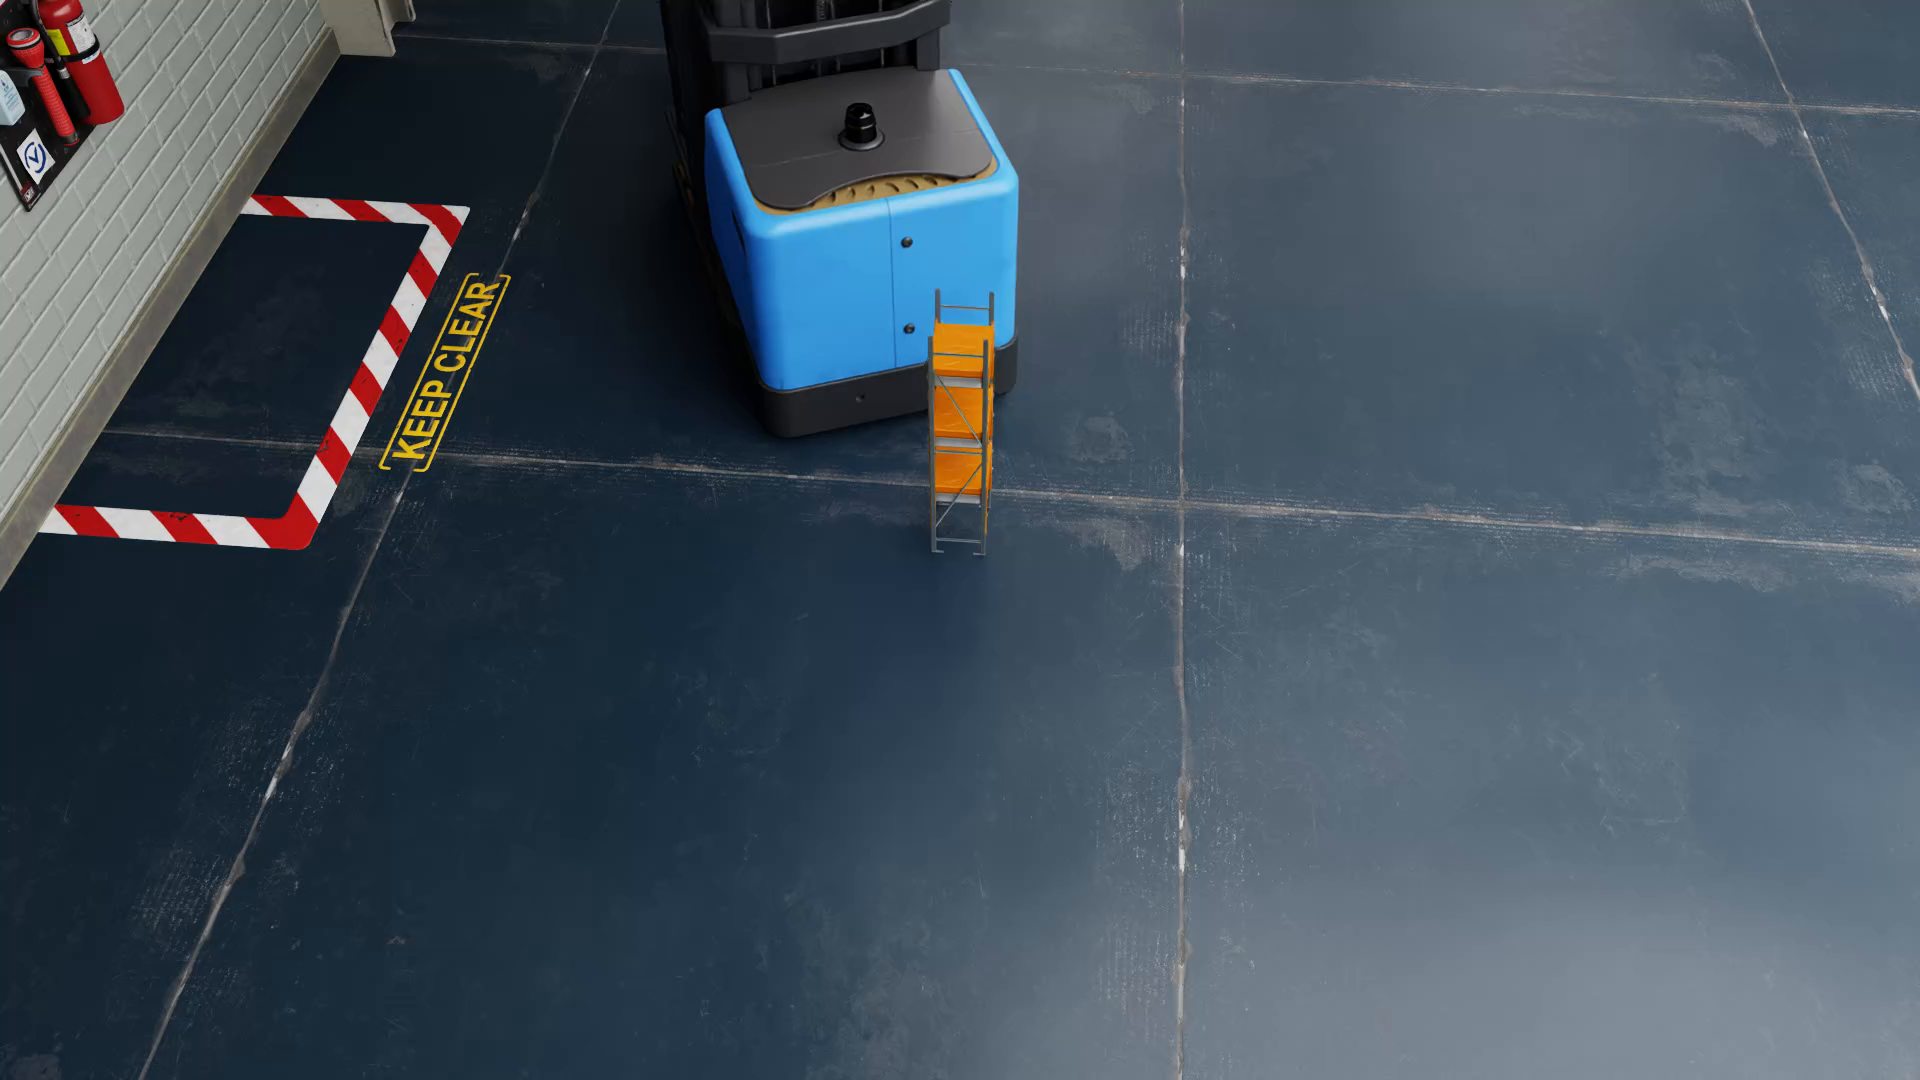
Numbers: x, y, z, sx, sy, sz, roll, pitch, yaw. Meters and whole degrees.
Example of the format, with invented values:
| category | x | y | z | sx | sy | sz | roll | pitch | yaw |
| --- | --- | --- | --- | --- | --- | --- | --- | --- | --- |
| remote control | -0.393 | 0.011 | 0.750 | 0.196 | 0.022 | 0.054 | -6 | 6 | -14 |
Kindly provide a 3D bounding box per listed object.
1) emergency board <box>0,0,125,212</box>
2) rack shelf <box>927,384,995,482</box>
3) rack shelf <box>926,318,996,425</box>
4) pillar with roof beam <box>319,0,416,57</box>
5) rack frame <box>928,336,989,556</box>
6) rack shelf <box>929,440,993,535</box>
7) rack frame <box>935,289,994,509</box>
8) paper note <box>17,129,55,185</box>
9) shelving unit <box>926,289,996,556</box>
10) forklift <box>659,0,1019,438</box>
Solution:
| category | x | y | z | sx | sy | sz | roll | pitch | yaw |
| --- | --- | --- | --- | --- | --- | --- | --- | --- | --- |
| emergency board | -3.305 | -1.830 | 5.891 | 0.194 | 1.169 | 0.643 | 4 | 48 | 4 |
| rack shelf | 0.005 | -0.386 | 5.906 | 0.215 | 0.259 | 0.240 | 4 | 48 | 4 |
| rack shelf | 0.005 | -0.578 | 5.697 | 0.215 | 0.259 | 0.240 | 4 | 48 | 4 |
| pillar with roof beam | 1.246 | -5.379 | 5.071 | 9.100 | 9.000 | 0.400 | 4 | 48 | 4 |
| rack frame | -0.006 | -0.304 | 5.817 | 0.200 | 1.050 | 0.008 | 4 | 48 | 4 |
| rack shelf | 0.005 | -0.199 | 6.111 | 0.215 | 0.259 | 0.240 | 4 | 48 | 4 |
| rack frame | 0.016 | -0.483 | 5.981 | 0.200 | 1.050 | 0.008 | 4 | 48 | 4 |
| paper note | -3.390 | -1.408 | 6.102 | 0.016 | 0.148 | 0.142 | 4 | 48 | 4 |
| shelving unit | 0.005 | -0.394 | 5.899 | 0.215 | 1.050 | 0.252 | 4 | 48 | 4 |
| forklift | -0.691 | -2.503 | 6.553 | 1.130 | 2.935 | 3.031 | -13 | 49 | -11 |
